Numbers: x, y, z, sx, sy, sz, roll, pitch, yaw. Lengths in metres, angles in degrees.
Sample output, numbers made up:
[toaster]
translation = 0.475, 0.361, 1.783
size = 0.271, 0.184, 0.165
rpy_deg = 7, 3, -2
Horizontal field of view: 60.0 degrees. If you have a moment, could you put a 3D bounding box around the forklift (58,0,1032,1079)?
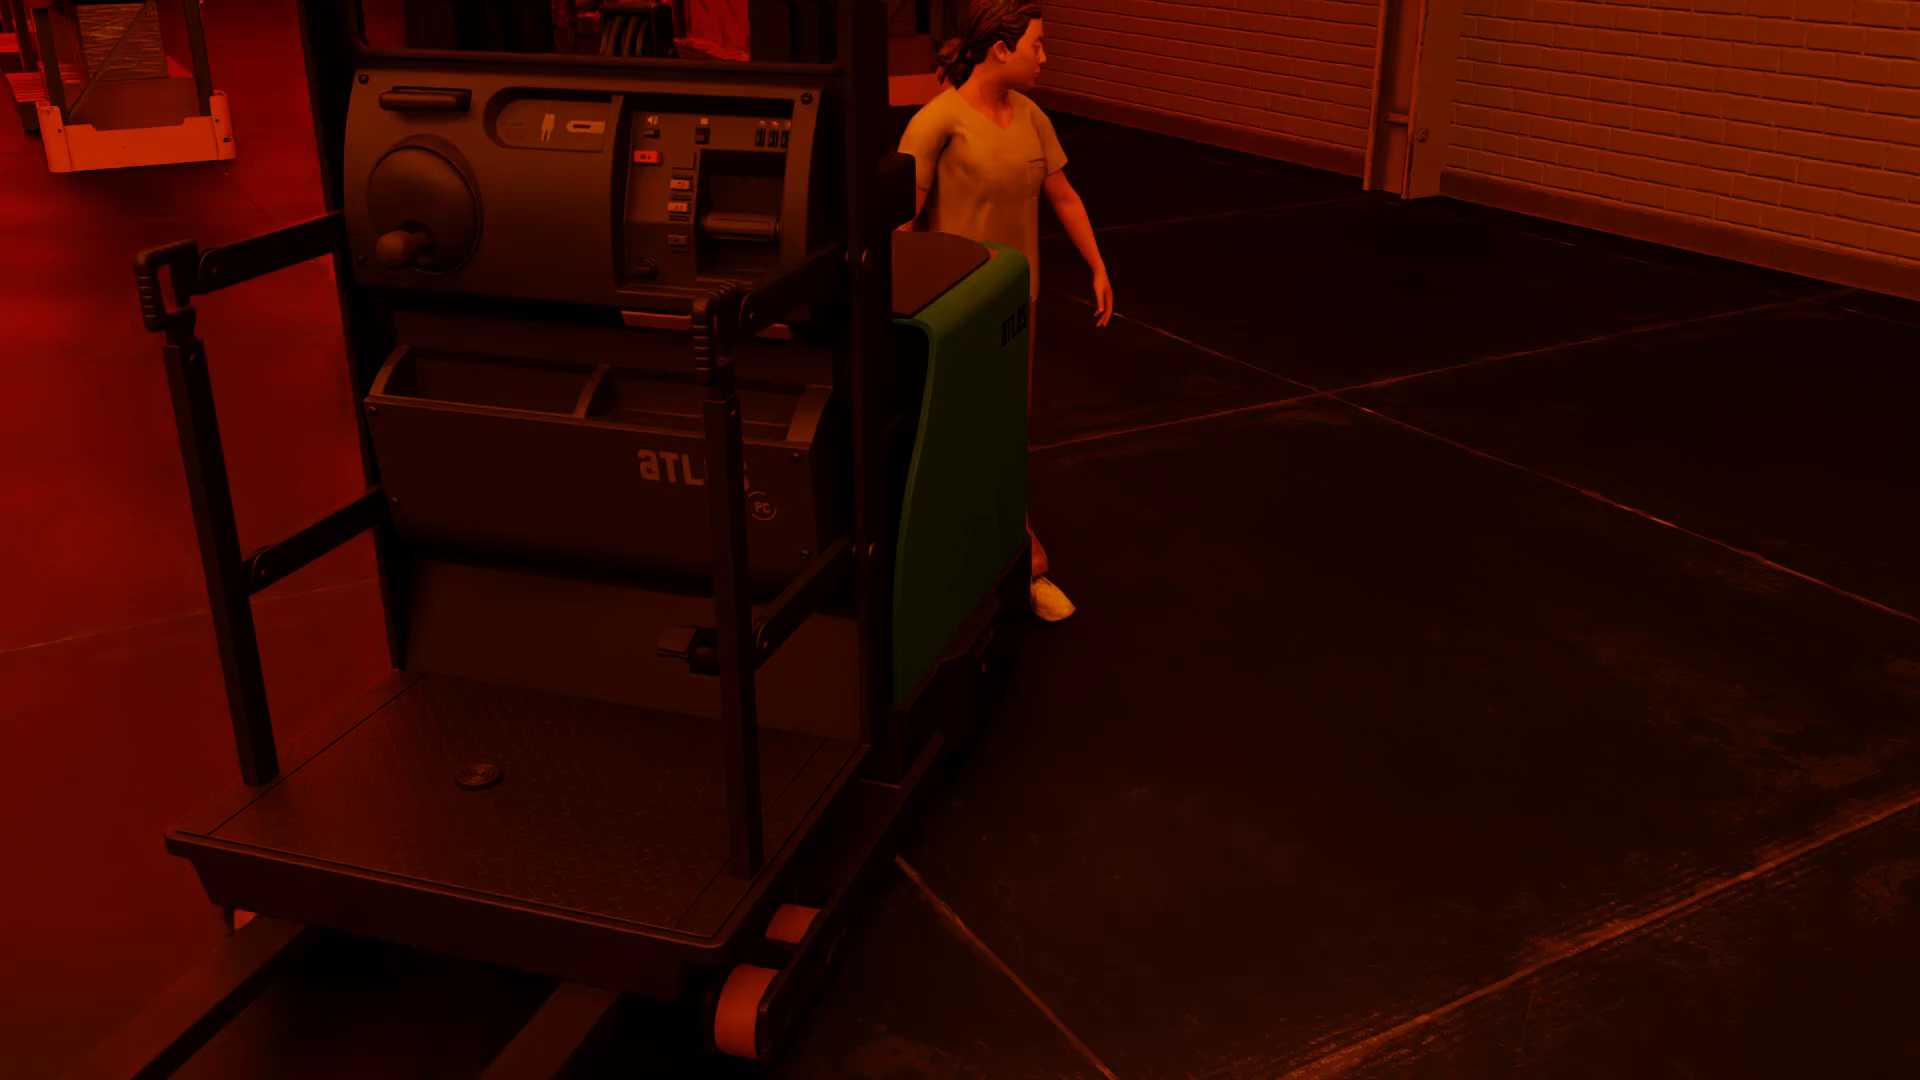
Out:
[forklift]
translation = -0.750, -0.615, 2.772
size = 1.130, 2.935, 3.031
rpy_deg = 7, 23, 16

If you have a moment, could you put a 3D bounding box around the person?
[person]
translation = 0.139, -0.629, 4.504
size = 0.642, 1.648, 0.742
rpy_deg = -19, 29, -38
